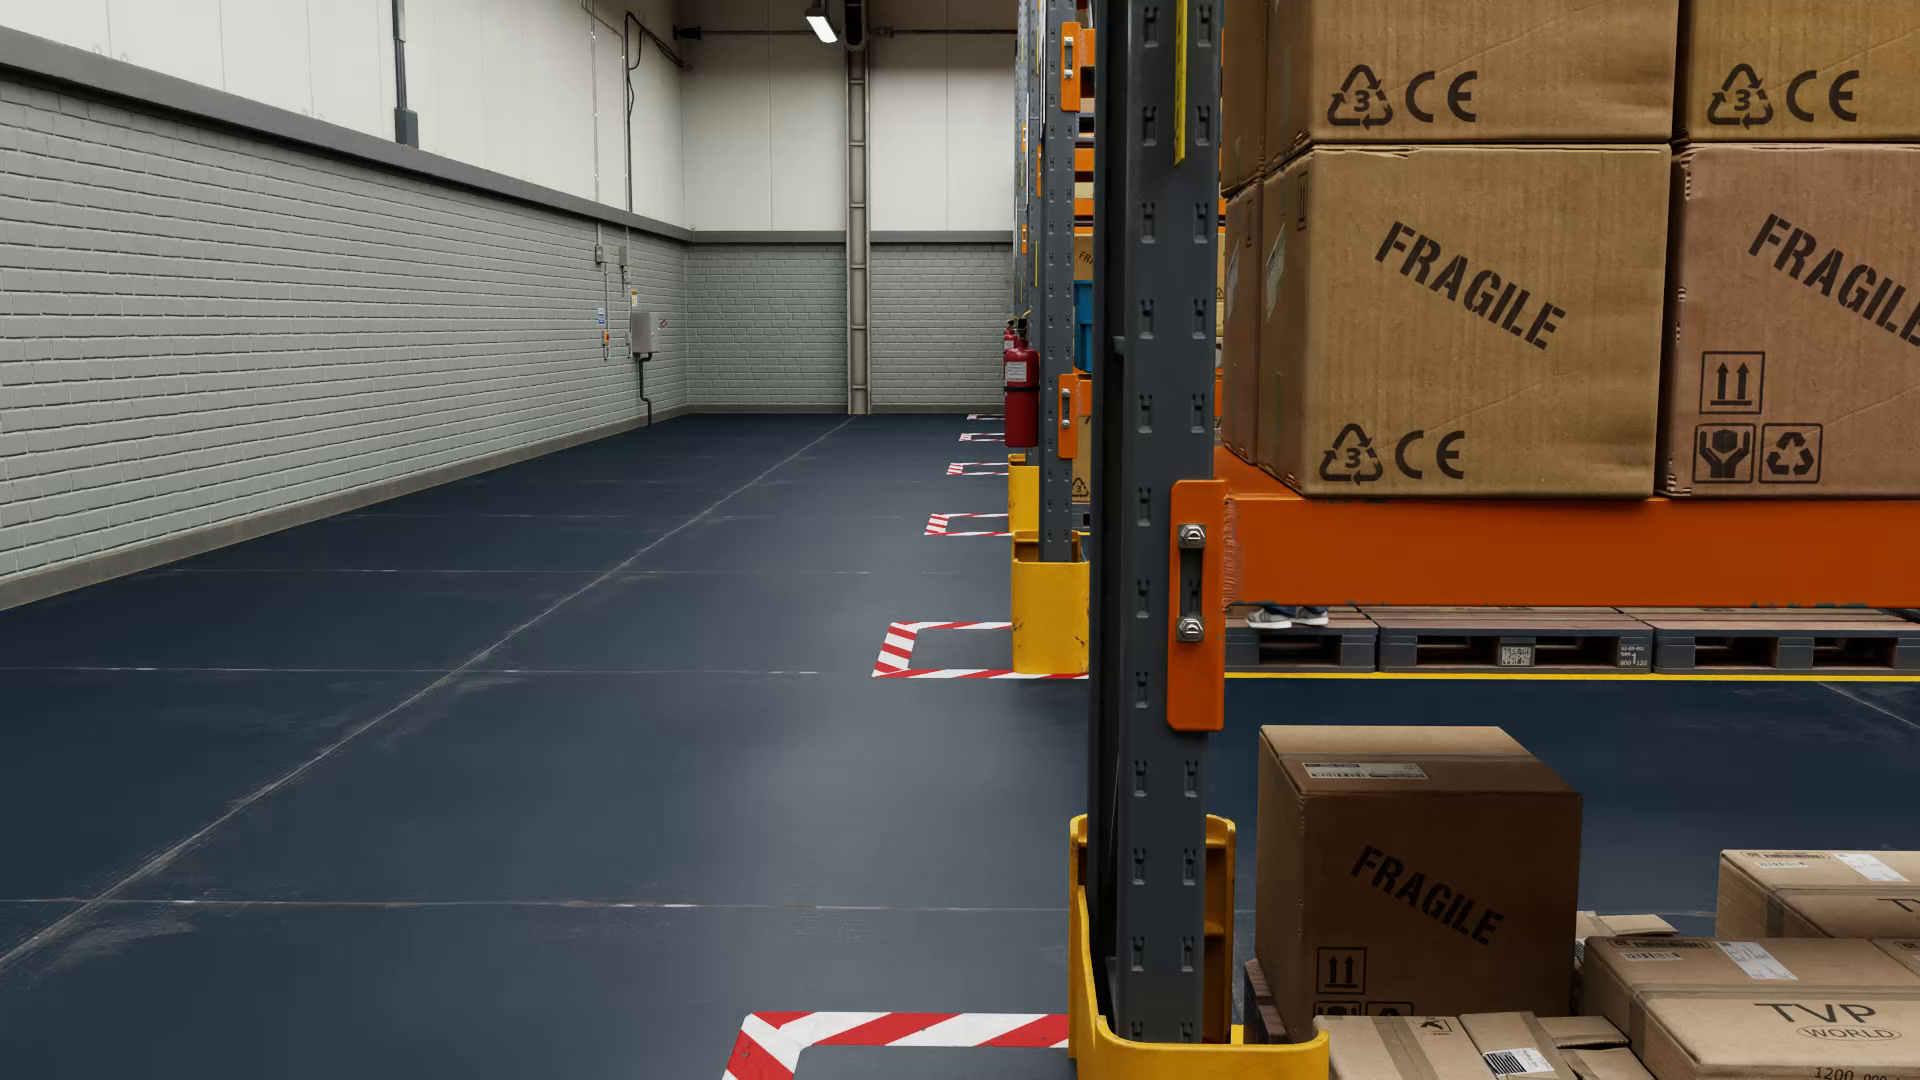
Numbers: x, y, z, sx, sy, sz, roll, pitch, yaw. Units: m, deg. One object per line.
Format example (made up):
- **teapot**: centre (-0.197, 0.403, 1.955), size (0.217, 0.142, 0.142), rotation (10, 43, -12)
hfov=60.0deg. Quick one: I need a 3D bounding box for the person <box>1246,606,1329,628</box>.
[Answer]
- **person**: centre (1.438, -0.377, 7.310), size (0.423, 1.554, 0.377), rotation (-3, 8, -24)
